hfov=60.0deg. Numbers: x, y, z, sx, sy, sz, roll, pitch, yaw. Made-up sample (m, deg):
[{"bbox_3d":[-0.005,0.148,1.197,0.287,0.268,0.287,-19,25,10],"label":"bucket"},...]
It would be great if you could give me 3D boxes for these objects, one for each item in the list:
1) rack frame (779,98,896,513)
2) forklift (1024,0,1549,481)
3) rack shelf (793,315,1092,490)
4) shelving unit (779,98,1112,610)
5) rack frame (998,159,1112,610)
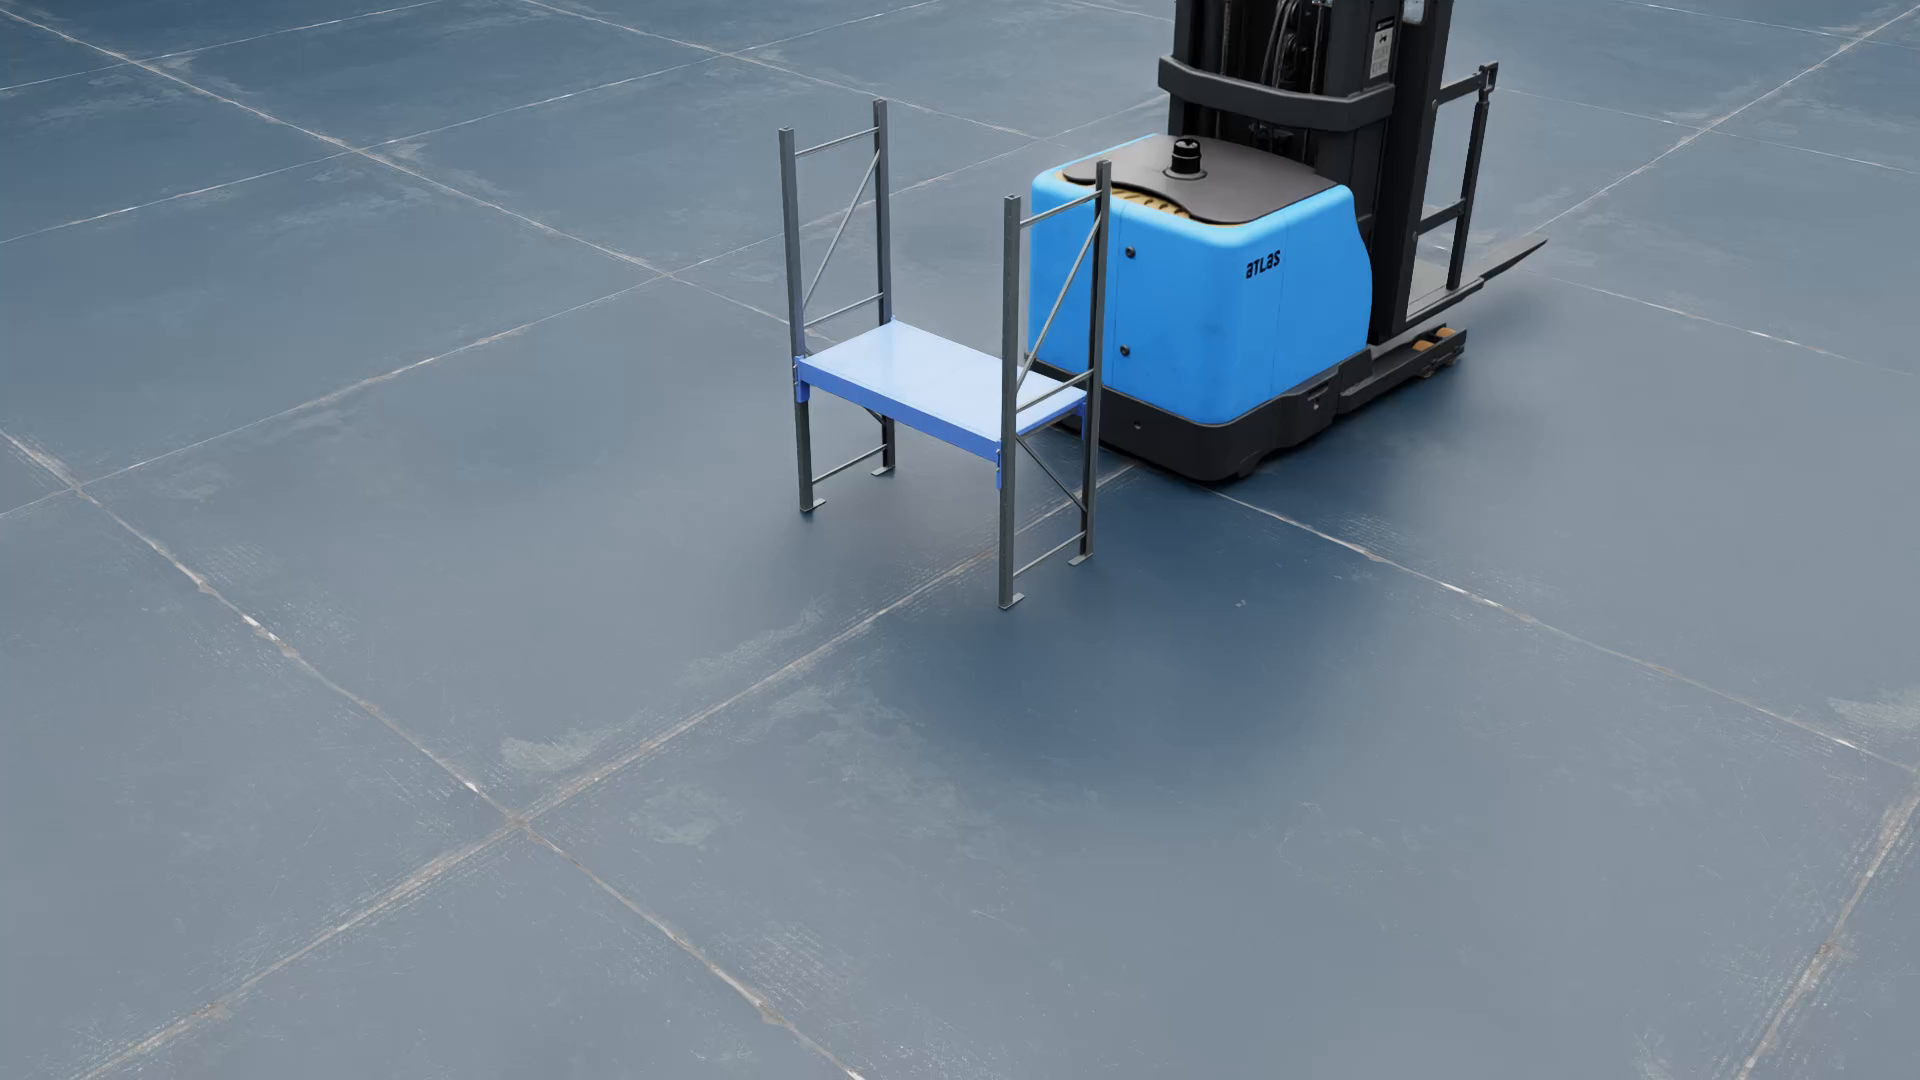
[{"bbox_3d":[-0.440,-0.848,6.204,0.032,1.500,0.500,25,39,35],"label":"rack frame"},{"bbox_3d":[1.658,-2.149,6.977,1.130,2.935,3.031,27,40,37],"label":"forklift"},{"bbox_3d":[-0.063,-0.518,6.005,1.000,0.185,0.538,25,39,35],"label":"rack shelf"},{"bbox_3d":[-0.063,-0.672,5.912,1.048,1.500,0.538,25,39,35],"label":"shelving unit"},{"bbox_3d":[0.314,-0.496,5.620,0.032,1.500,0.500,25,39,35],"label":"rack frame"}]
